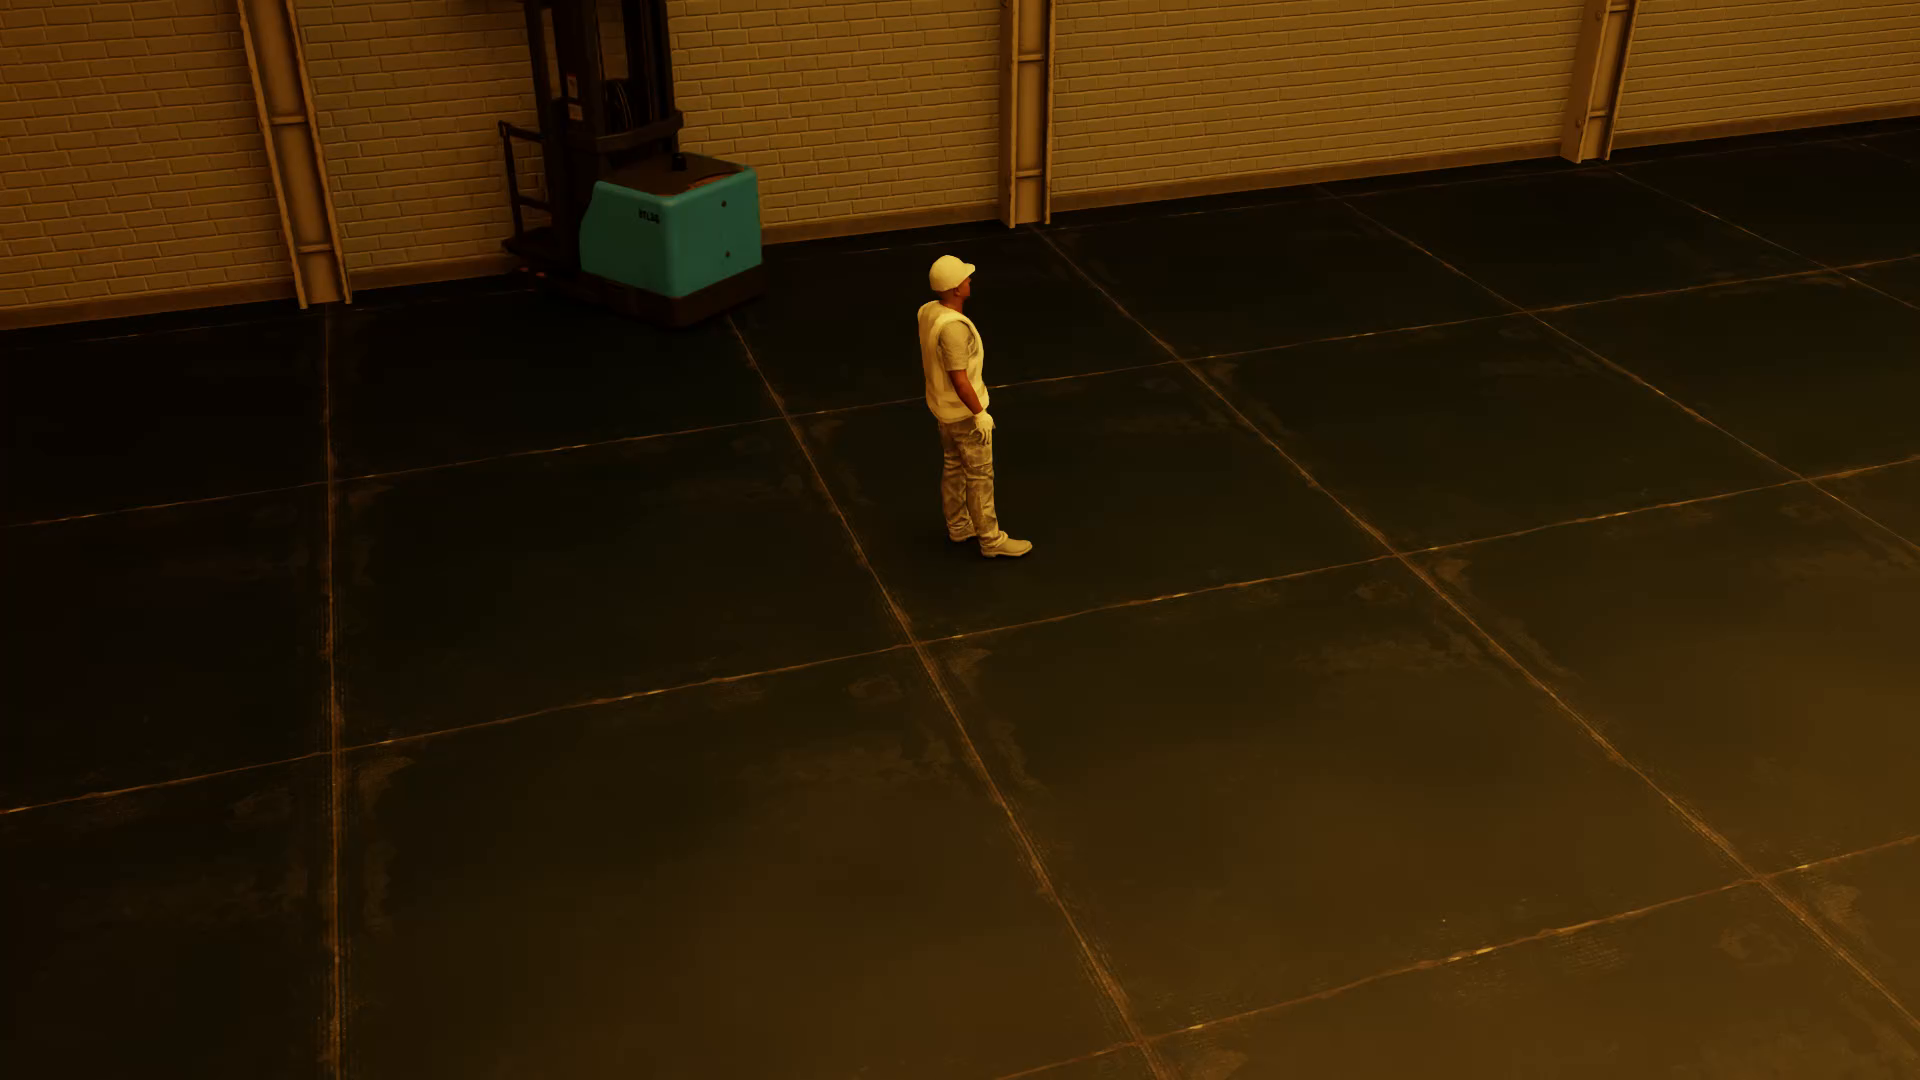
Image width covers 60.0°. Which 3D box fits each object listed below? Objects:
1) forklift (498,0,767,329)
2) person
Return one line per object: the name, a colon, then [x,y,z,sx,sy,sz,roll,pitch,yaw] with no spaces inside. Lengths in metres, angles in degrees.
forklift: [-3.043,-3.468,13.114,3.031,2.935,1.130,20,36,31]
person: [0.071,-0.786,9.590,0.577,1.782,0.656,-10,31,-16]
